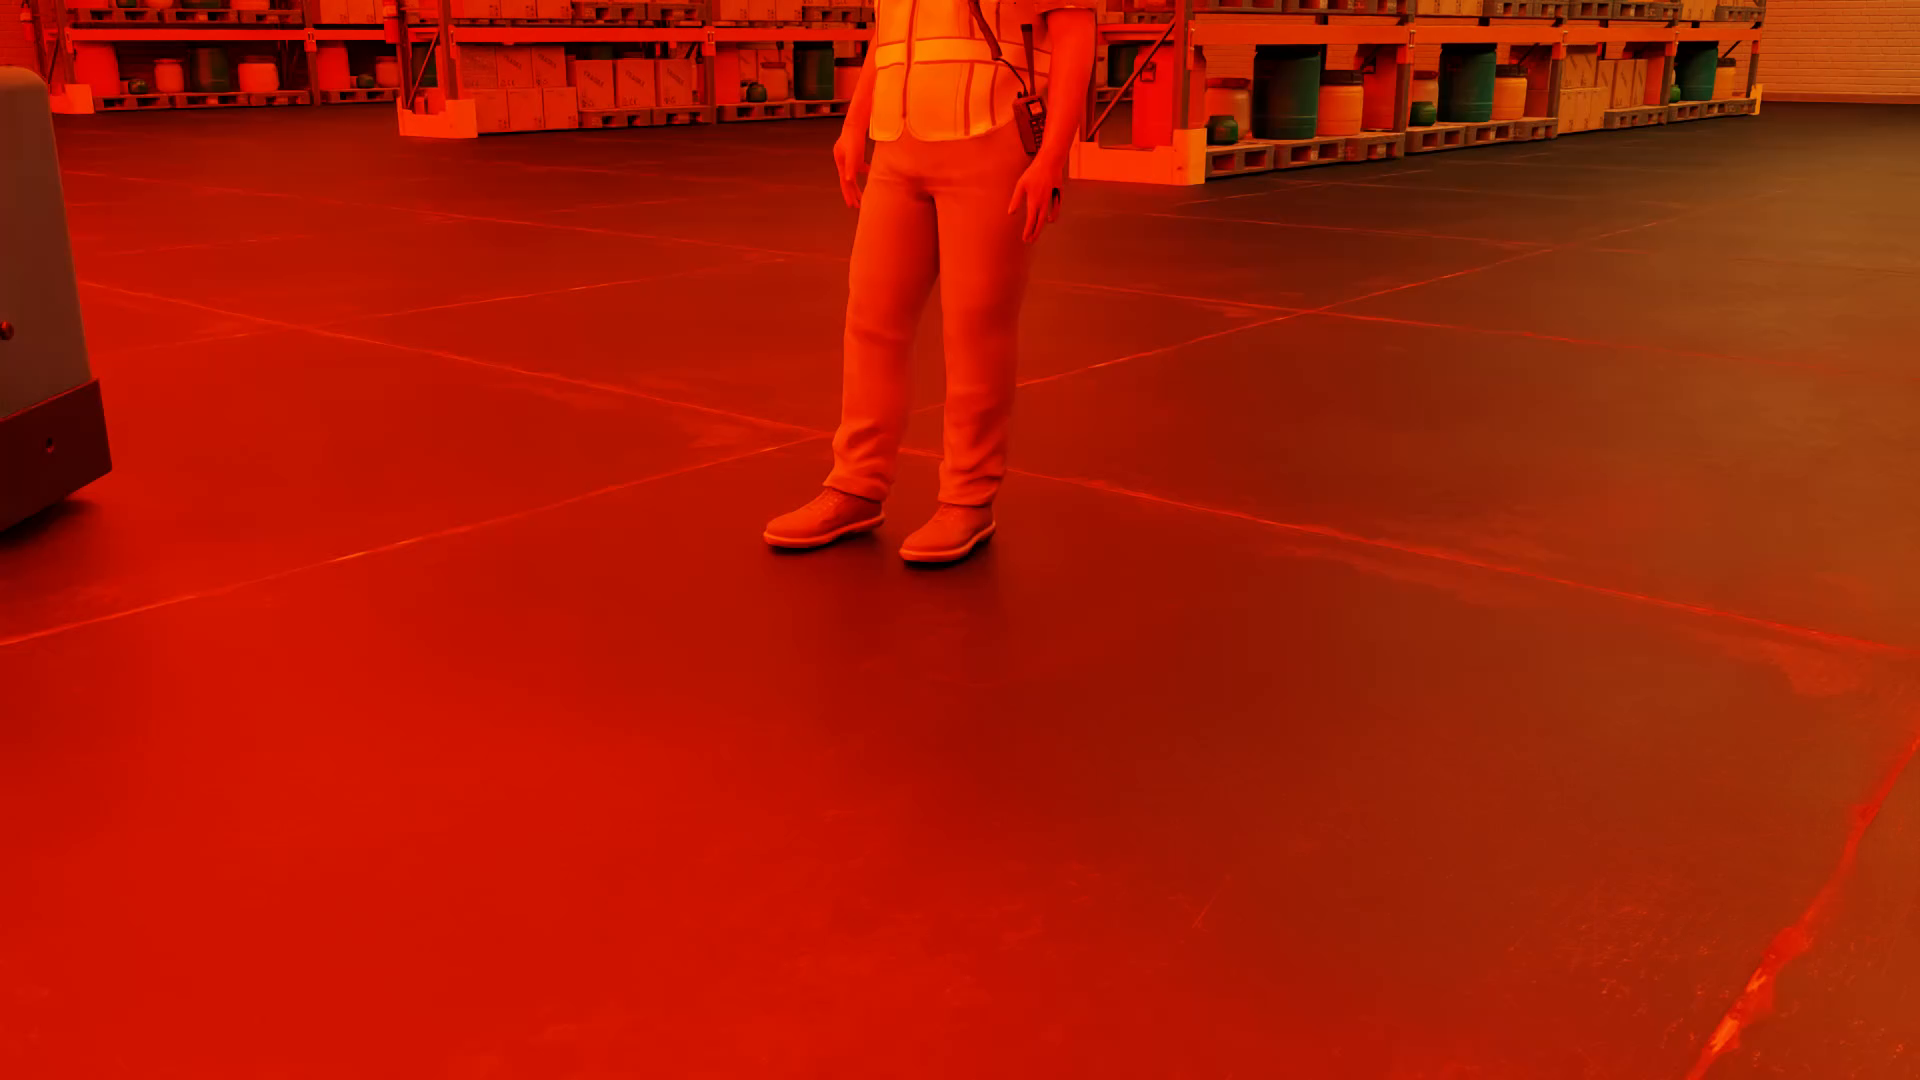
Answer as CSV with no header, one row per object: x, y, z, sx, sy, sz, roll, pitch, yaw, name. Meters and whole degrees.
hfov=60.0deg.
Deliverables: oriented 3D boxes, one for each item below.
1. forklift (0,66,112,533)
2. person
-3.678,-1.367,3.400,3.031,2.935,1.130,-1,17,-2,forklift
-0.058,-0.845,3.630,0.641,1.781,0.574,13,21,37,person
